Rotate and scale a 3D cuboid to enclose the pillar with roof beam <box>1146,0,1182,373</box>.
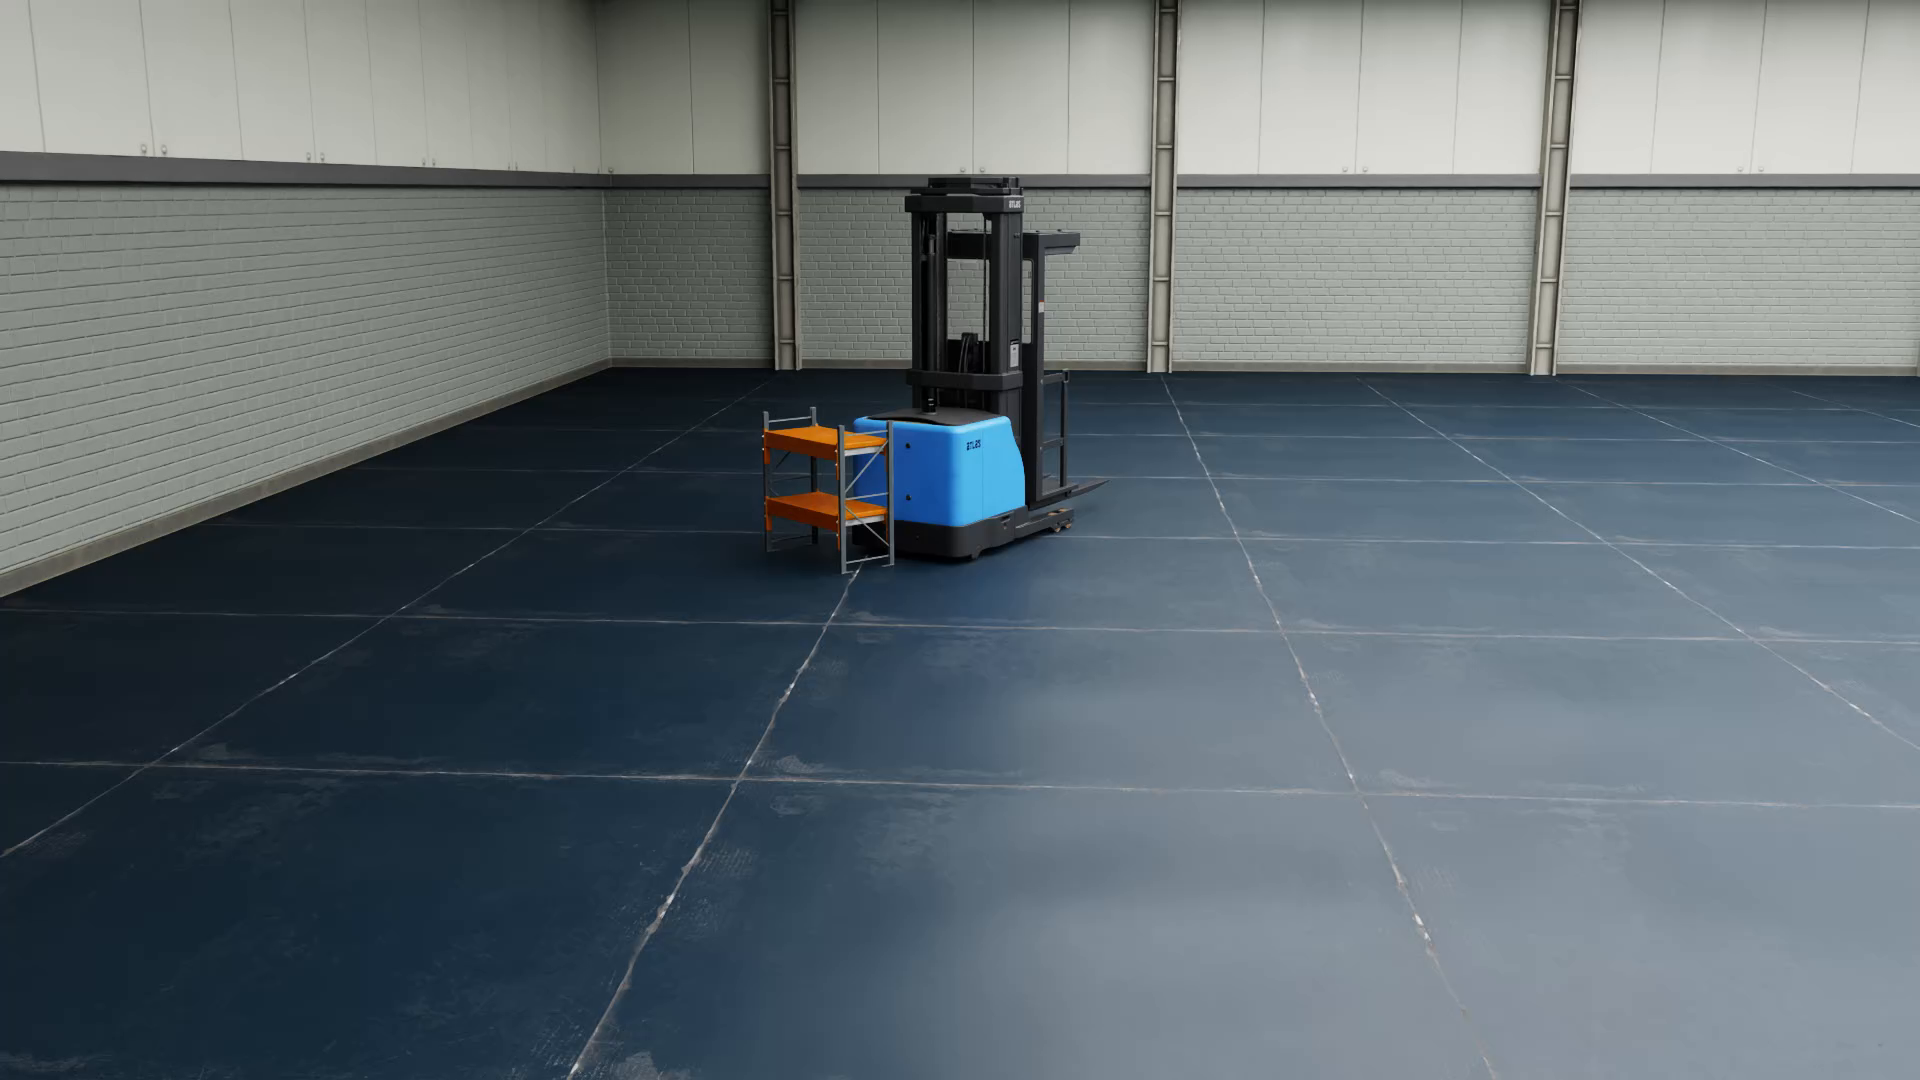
[{"bbox_3d":[2.906,-6.229,21.567,0.400,9.000,9.100,1,12,4],"label":"pillar with roof beam"}]

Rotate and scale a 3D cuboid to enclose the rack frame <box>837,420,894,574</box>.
[{"bbox_3d":[-0.709,-0.327,12.586,0.500,1.125,0.032,-10,15,-39],"label":"rack frame"}]

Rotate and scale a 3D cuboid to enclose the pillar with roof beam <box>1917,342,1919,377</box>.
[{"bbox_3d":[14.879,-6.065,20.782,0.400,9.000,9.100,1,12,4],"label":"pillar with roof beam"}]

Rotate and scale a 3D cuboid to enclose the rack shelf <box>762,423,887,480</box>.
[{"bbox_3d":[-1.034,-0.694,12.909,0.538,0.278,1.000,-10,15,-39],"label":"rack shelf"}]

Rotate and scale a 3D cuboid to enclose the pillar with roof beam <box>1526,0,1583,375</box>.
[{"bbox_3d":[8.893,-6.147,21.175,0.400,9.000,9.100,1,12,4],"label":"pillar with roof beam"}]

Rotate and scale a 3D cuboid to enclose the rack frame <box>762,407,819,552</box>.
[{"bbox_3d":[-1.360,-0.487,13.351,0.500,1.125,0.032,-10,15,-39],"label":"rack frame"}]

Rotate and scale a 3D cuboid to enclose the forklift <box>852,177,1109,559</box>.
[{"bbox_3d":[0.322,-1.546,13.998,1.130,2.935,3.031,7,14,30],"label":"forklift"}]

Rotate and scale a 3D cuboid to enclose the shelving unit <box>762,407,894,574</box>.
[{"bbox_3d":[-1.034,-0.407,12.969,0.538,1.125,1.048,-10,15,-39],"label":"shelving unit"}]

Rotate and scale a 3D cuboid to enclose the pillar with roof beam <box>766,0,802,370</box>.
[{"bbox_3d":[-3.081,-6.311,21.959,0.400,9.000,9.100,1,12,4],"label":"pillar with roof beam"}]

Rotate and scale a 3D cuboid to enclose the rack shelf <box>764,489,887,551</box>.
[{"bbox_3d":[-1.034,-0.168,13.019,0.538,0.278,1.000,-10,15,-39],"label":"rack shelf"}]
